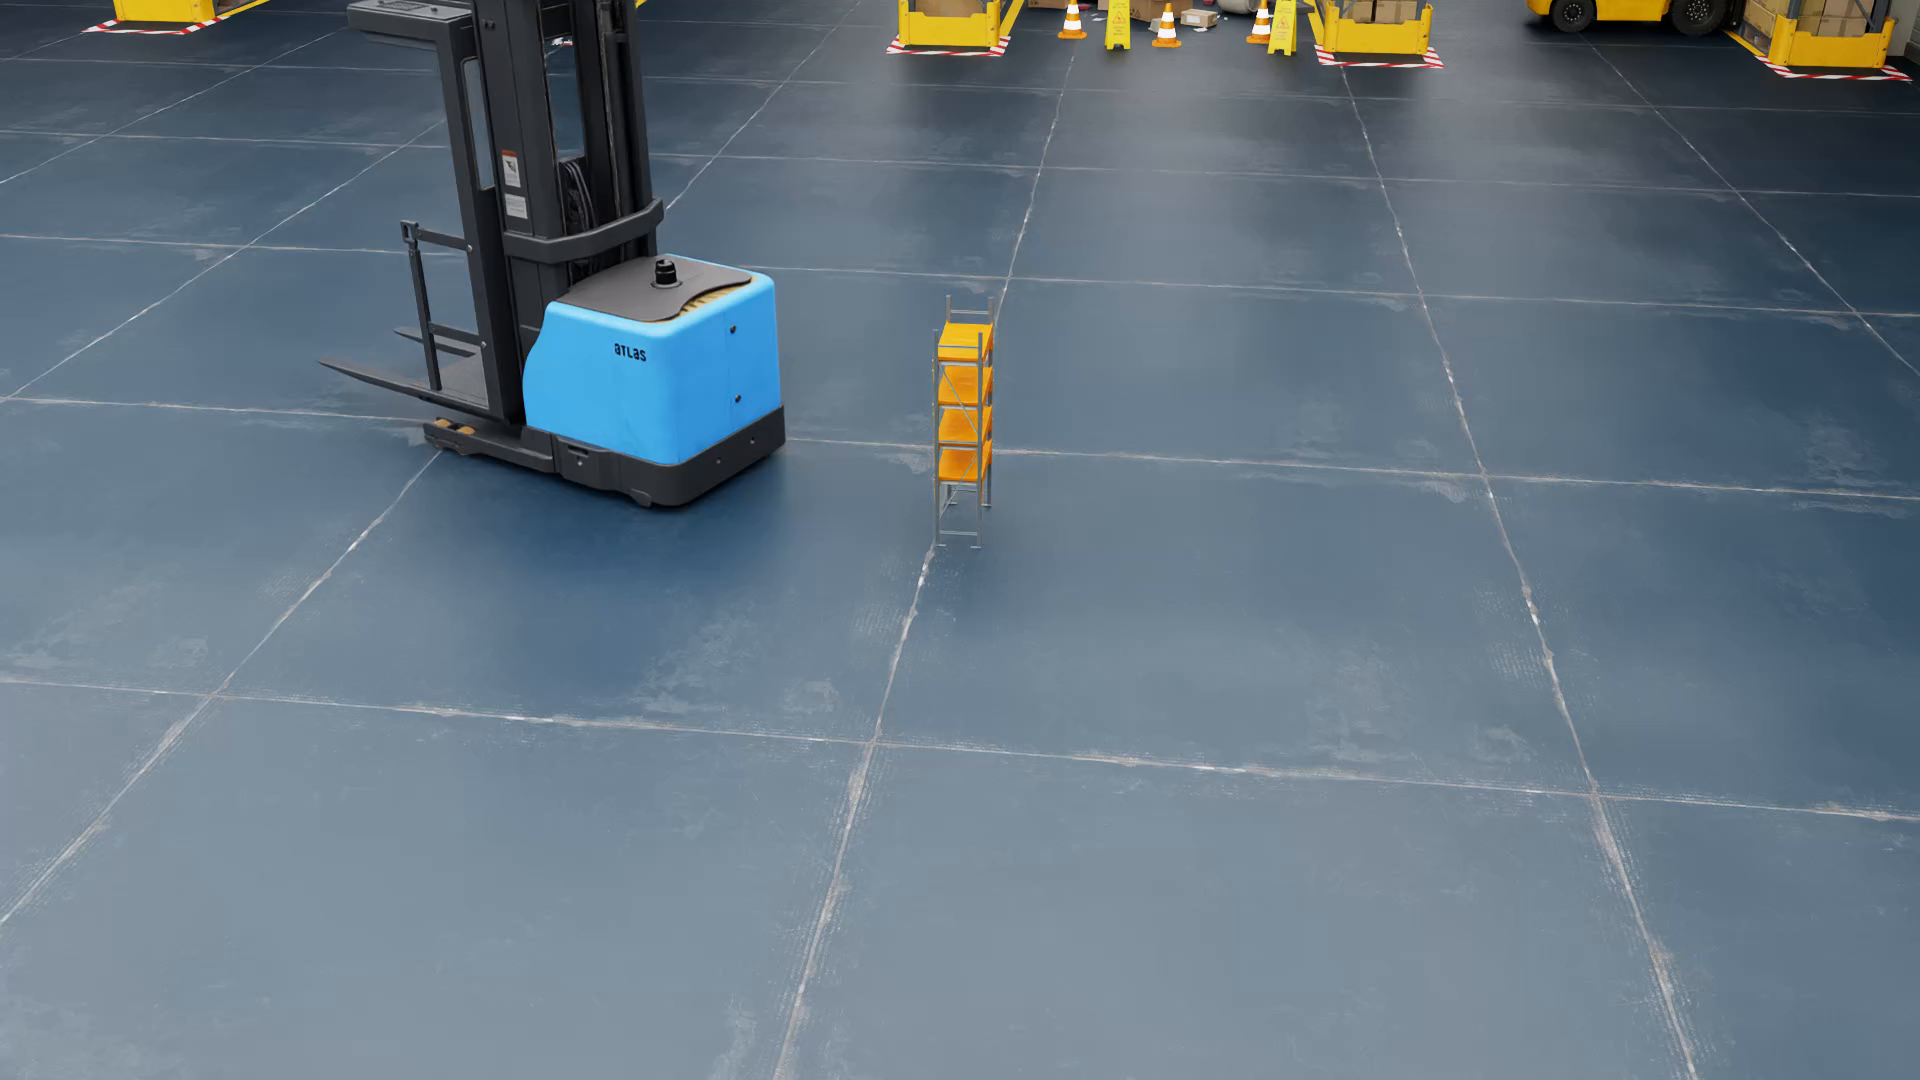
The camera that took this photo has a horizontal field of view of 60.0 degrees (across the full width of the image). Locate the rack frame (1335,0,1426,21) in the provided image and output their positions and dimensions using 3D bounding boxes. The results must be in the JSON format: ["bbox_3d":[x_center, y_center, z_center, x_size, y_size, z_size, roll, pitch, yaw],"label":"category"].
[{"bbox_3d":[4.803,-6.979,18.542,1.000,3.000,0.127,3,28,6],"label":"rack frame"}]

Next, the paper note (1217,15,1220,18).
[{"bbox_3d":[3.197,-6.619,21.016,0.148,0.019,0.142,14,31,24],"label":"paper note"}]

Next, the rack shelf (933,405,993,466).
[{"bbox_3d":[0.020,-0.547,8.642,0.258,0.148,0.480,3,28,6],"label":"rack shelf"}]

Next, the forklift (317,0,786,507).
[{"bbox_3d":[-2.539,-1.976,9.328,3.031,2.935,1.130,16,32,27],"label":"forklift"}]

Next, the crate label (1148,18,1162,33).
[{"bbox_3d":[2.467,-6.275,20.252,0.250,0.136,0.298,-11,30,-20],"label":"crate label"}]

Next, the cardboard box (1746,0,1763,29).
[{"bbox_3d":[9.545,-6.140,19.441,0.500,0.250,0.500,3,28,6],"label":"cardboard box"}]

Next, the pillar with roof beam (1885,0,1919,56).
[{"bbox_3d":[6.438,-9.859,17.563,9.100,9.000,0.400,3,28,6],"label":"pillar with roof beam"}]

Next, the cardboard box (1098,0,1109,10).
[{"bbox_3d":[1.986,-6.982,21.431,0.396,0.266,0.258,8,29,15],"label":"cardboard box"}]

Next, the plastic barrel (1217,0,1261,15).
[{"bbox_3d":[3.554,-6.905,21.121,0.421,0.421,0.512,-24,36,-37],"label":"plastic barrel"}]

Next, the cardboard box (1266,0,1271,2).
[{"bbox_3d":[3.812,-7.337,21.840,0.500,0.500,0.500,-24,36,-37],"label":"cardboard box"}]

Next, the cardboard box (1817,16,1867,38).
[{"bbox_3d":[9.984,-5.887,18.971,0.500,0.250,0.500,3,29,6],"label":"cardboard box"}]

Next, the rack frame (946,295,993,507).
[{"bbox_3d":[0.050,-0.721,8.823,0.240,1.200,0.015,3,28,6],"label":"rack frame"}]

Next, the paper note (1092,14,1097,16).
[{"bbox_3d":[1.712,-6.676,21.131,0.032,0.001,0.123,20,34,32],"label":"paper note"}]

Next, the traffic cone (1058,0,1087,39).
[{"bbox_3d":[1.353,-6.270,19.900,0.336,0.463,0.334,3,28,6],"label":"traffic cone"}]

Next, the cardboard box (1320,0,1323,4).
[{"bbox_3d":[4.765,-6.840,20.740,0.500,0.250,0.500,2,28,4],"label":"cardboard box"}]

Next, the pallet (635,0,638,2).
[{"bbox_3d":[-4.736,-7.316,22.108,1.003,0.211,1.213,3,28,6],"label":"pallet"}]

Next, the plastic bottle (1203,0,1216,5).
[{"bbox_3d":[3.274,-7.070,21.809,0.133,0.061,0.283,8,29,15],"label":"plastic bottle"}]

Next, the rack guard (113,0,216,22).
[{"bbox_3d":[-9.985,-6.781,20.810,1.175,0.500,0.348,3,28,6],"label":"rack guard"}]

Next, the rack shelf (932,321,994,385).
[{"bbox_3d":[0.020,-0.952,8.424,0.258,0.148,0.480,3,28,6],"label":"rack shelf"}]

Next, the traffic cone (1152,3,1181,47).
[{"bbox_3d":[2.433,-6.044,19.481,0.336,0.463,0.334,3,28,6],"label":"traffic cone"}]

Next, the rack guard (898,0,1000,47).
[{"bbox_3d":[-0.125,-6.108,19.560,1.175,0.500,0.348,3,28,6],"label":"rack guard"}]

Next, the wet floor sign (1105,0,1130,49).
[{"bbox_3d":[1.840,-6.054,19.307,0.267,0.644,0.232,-1,28,-3],"label":"wet floor sign"}]

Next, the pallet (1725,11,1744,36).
[{"bbox_3d":[9.934,-6.400,20.407,1.003,0.211,1.213,3,28,6],"label":"pallet"}]

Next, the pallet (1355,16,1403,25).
[{"bbox_3d":[4.947,-6.168,19.976,1.003,0.211,1.213,3,28,6],"label":"pallet"}]

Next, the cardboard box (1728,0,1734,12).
[{"bbox_3d":[9.656,-6.621,20.333,0.500,0.250,0.500,4,29,8],"label":"cardboard box"}]

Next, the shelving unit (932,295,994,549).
[{"bbox_3d":[0.020,-0.606,8.610,0.258,1.200,0.503,3,28,6],"label":"shelving unit"}]

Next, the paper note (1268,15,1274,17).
[{"bbox_3d":[3.911,-6.637,21.038,0.142,0.019,0.148,-6,29,-11],"label":"paper note"}]

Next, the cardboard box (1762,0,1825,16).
[{"bbox_3d":[9.480,-6.134,18.903,0.500,0.250,0.500,3,28,6],"label":"cardboard box"}]

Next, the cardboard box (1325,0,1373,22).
[{"bbox_3d":[4.638,-6.361,19.851,0.500,0.250,0.500,3,28,6],"label":"cardboard box"}]

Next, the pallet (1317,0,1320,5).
[{"bbox_3d":[5.246,-7.316,22.108,1.003,0.211,1.213,3,28,6],"label":"pallet"}]
